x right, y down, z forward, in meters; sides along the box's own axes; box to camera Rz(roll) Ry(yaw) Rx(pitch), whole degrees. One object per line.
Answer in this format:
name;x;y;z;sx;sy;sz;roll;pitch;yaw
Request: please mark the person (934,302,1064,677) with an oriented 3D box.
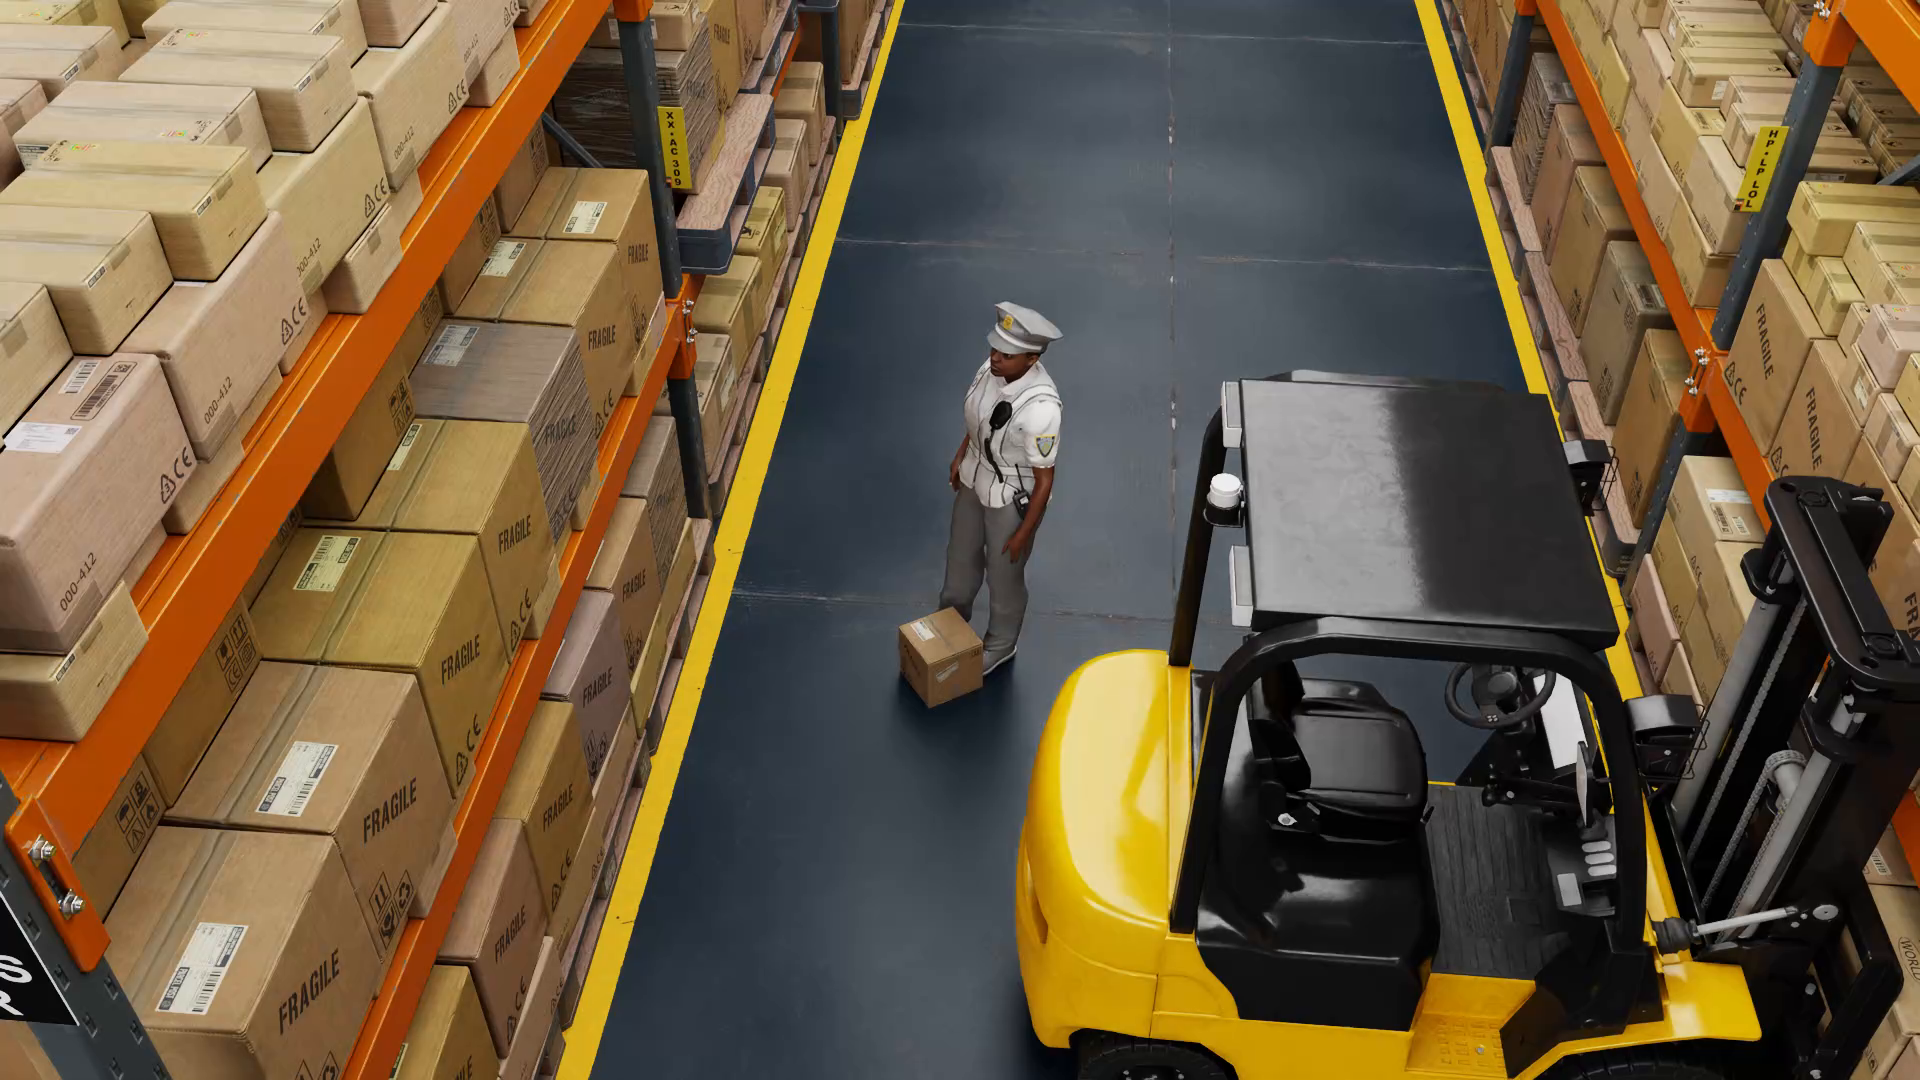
person;0.090;-0.165;6.312;0.530;1.695;0.569;-18;44;-20
